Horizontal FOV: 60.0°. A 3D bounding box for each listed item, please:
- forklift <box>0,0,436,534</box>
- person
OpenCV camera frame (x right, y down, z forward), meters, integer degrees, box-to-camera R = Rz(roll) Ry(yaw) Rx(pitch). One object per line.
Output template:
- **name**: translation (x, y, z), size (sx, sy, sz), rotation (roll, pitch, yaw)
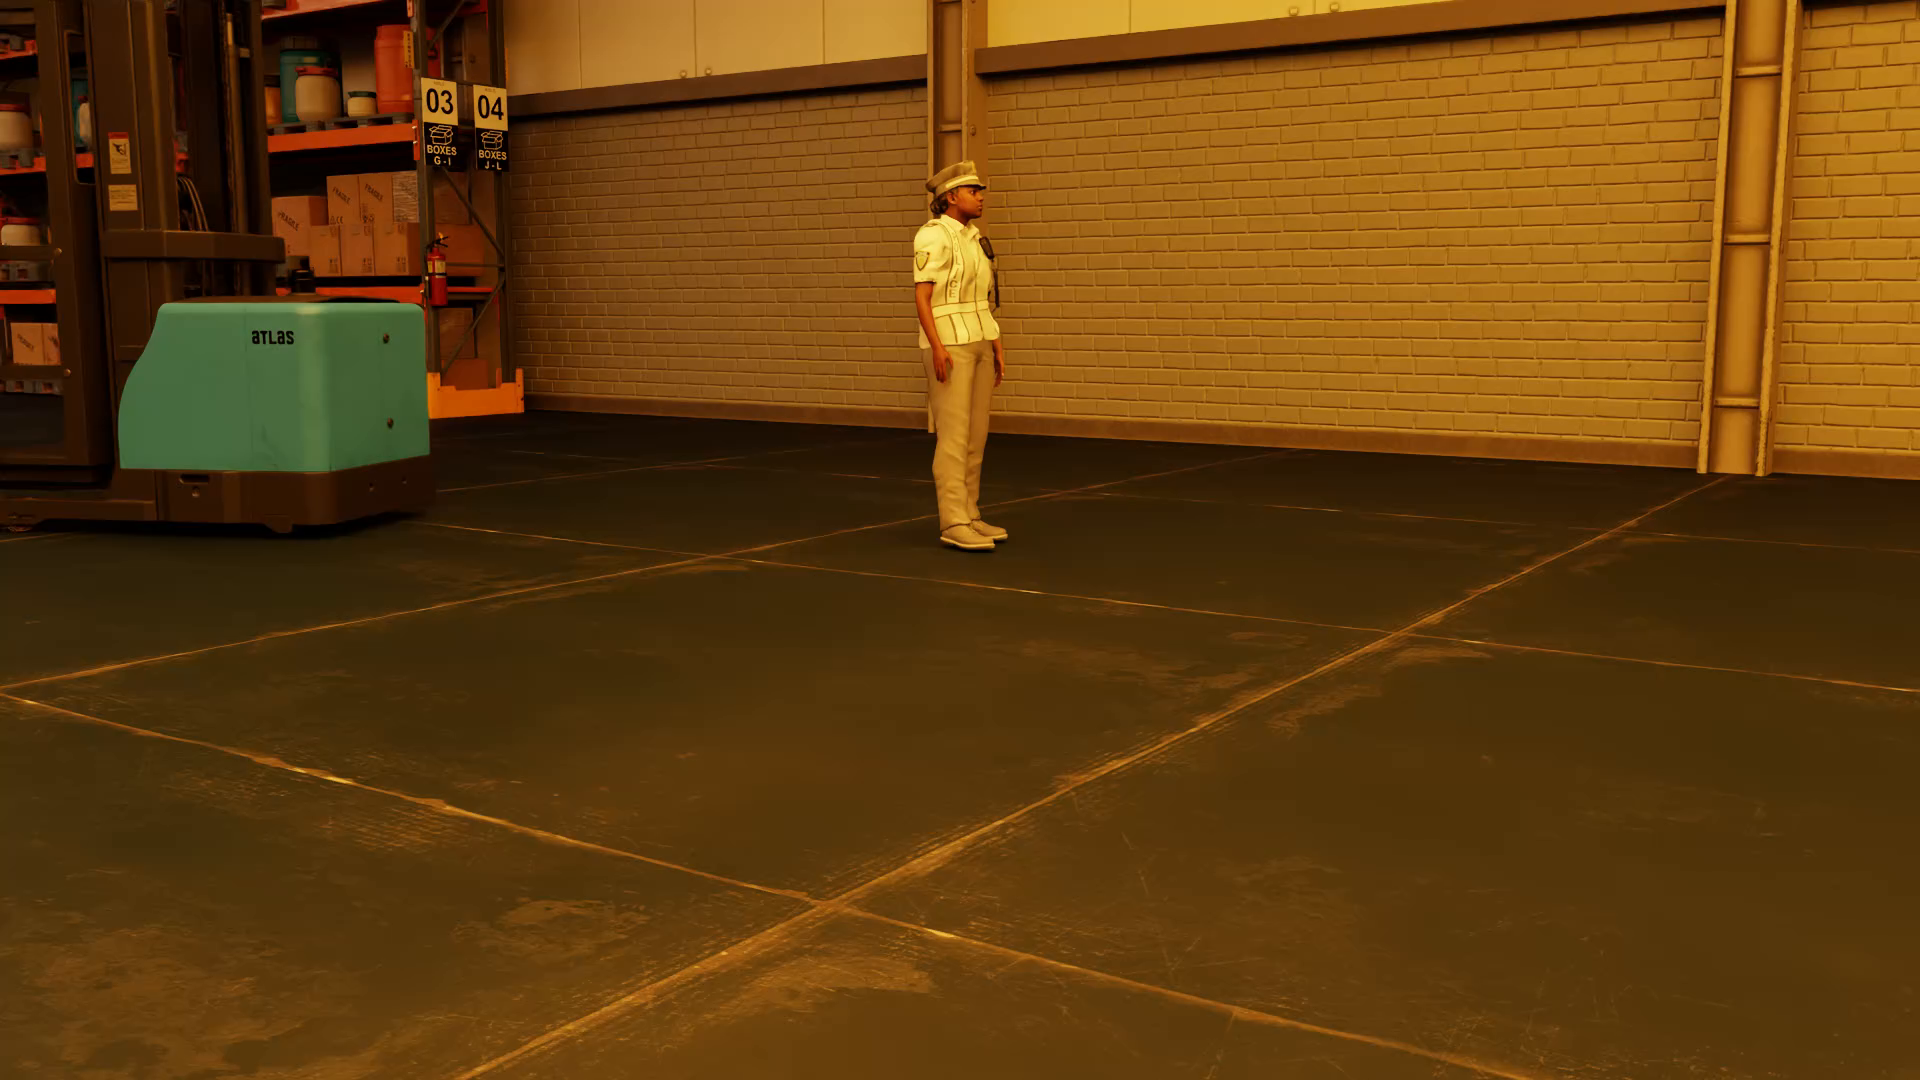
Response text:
- **forklift**: translation (-4.249, -1.559, 8.156), size (3.031, 2.935, 1.130), rotation (2, 8, 11)
- **person**: translation (0.051, -0.838, 7.425), size (0.528, 1.695, 0.569), rotation (5, 10, 34)
